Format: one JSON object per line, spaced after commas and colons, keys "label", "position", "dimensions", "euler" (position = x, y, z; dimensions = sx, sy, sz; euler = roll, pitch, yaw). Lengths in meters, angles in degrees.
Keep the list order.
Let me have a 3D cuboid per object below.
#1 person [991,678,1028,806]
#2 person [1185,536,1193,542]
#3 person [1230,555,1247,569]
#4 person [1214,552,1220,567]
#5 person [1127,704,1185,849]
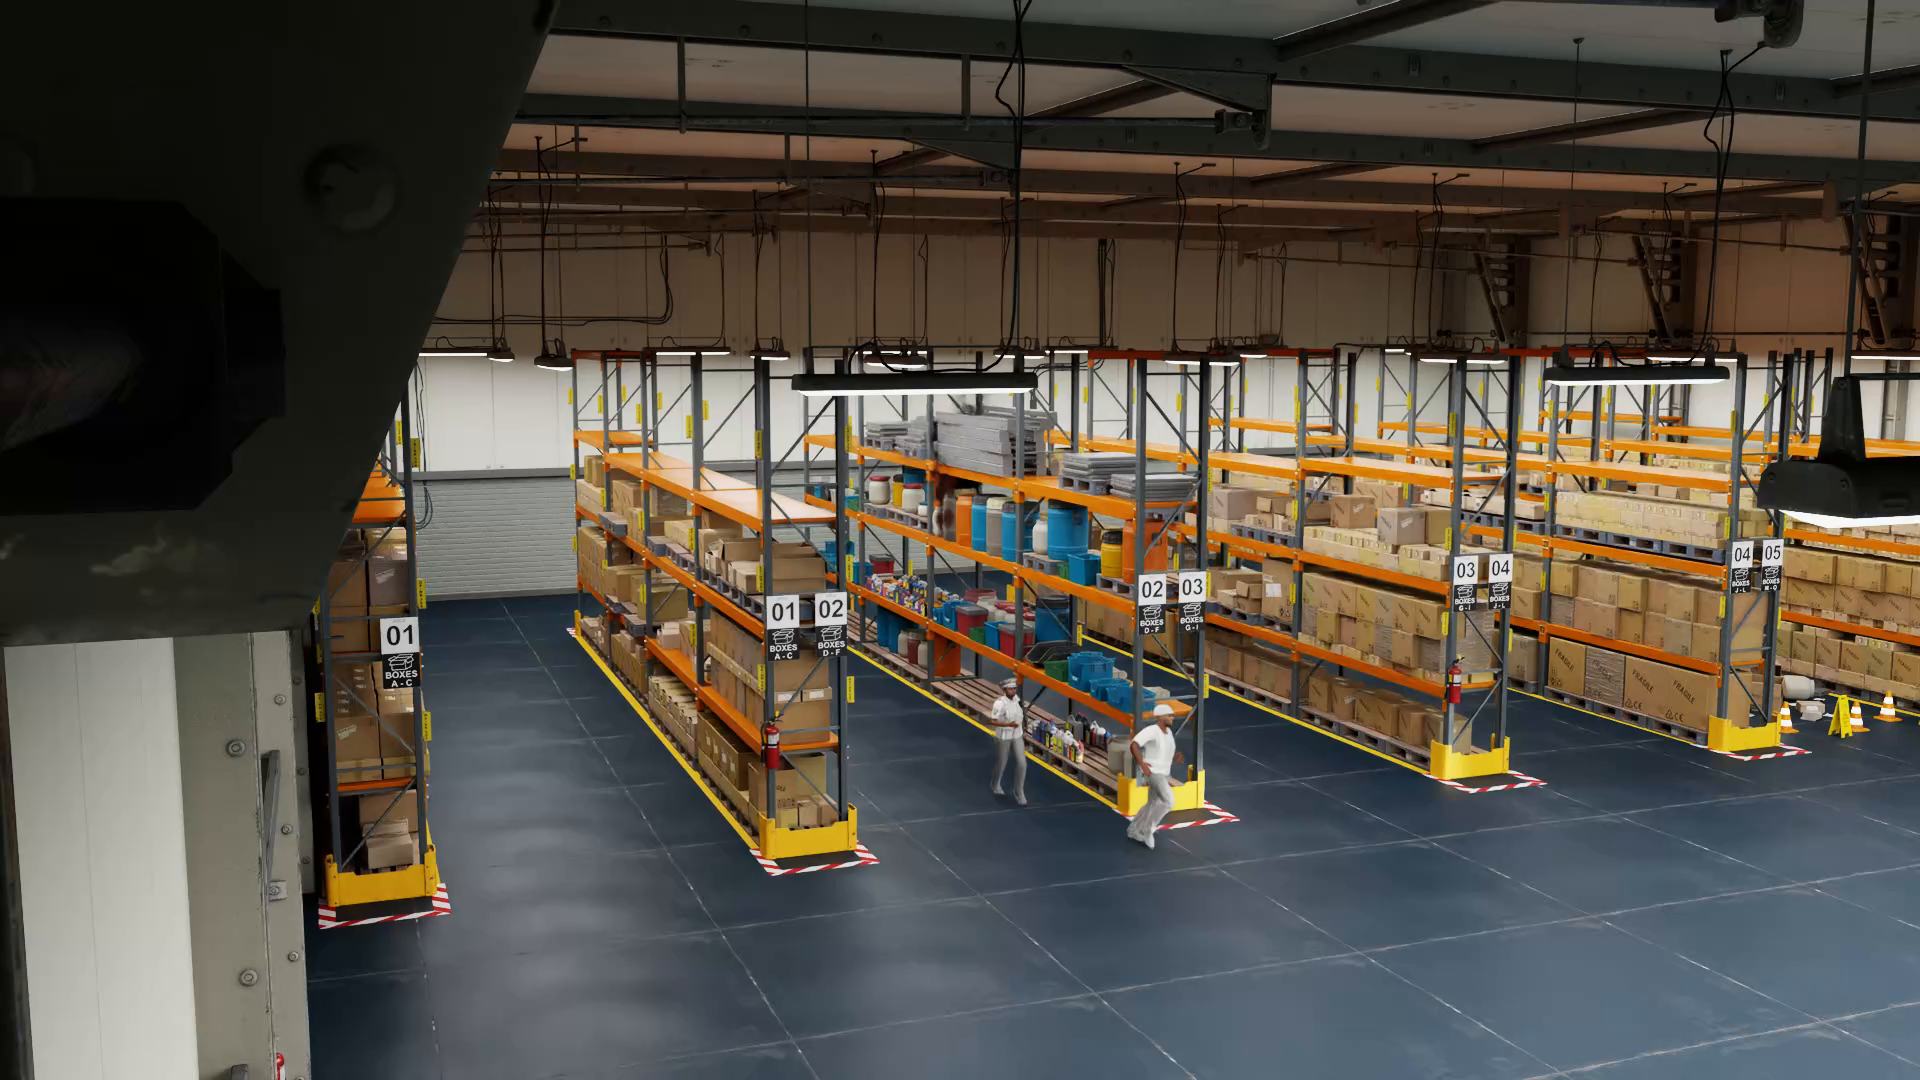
{"label": "person", "position": [0.647, 2.706, 22.502], "dimensions": [0.568, 1.754, 0.767], "euler": [-3, 8, -24]}
{"label": "person", "position": [5.201, 0.748, 38.382], "dimensions": [0.705, 1.684, 0.707], "euler": [-1, 7, -12]}
{"label": "person", "position": [6.905, 0.320, 41.506], "dimensions": [0.720, 1.719, 0.707], "euler": [3, 8, 26]}
{"label": "person", "position": [6.807, 0.265, 41.953], "dimensions": [0.942, 1.787, 0.686], "euler": [-2, 7, -15]}
{"label": "person", "position": [2.459, 2.918, 20.752], "dimensions": [0.667, 1.732, 0.760], "euler": [4, 8, 30]}
